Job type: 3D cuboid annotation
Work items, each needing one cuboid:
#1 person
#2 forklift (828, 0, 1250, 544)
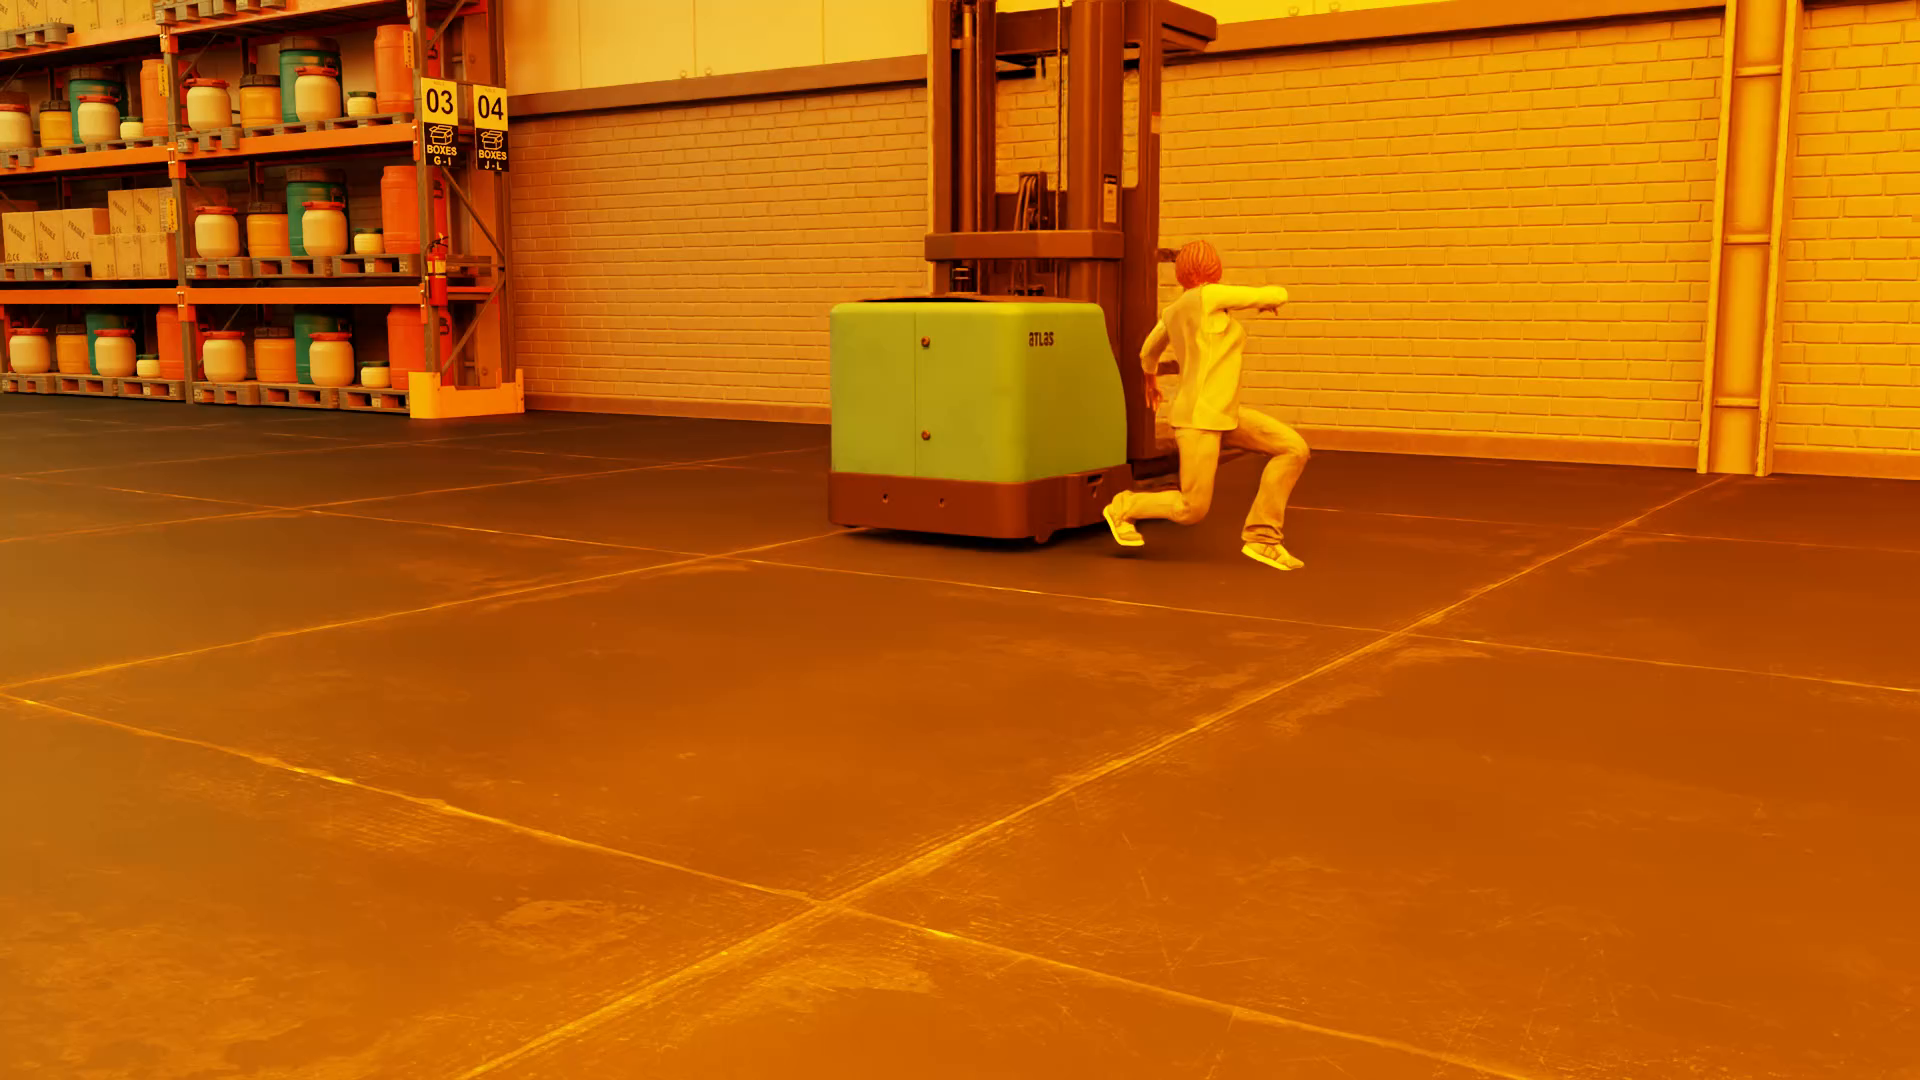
[{"bbox_3d":[1.045,-0.573,6.985,0.880,1.352,0.702,3,9,18],"label":"person"},{"bbox_3d":[0.606,-1.599,8.438,1.130,2.935,3.031,5,10,32],"label":"forklift"}]
